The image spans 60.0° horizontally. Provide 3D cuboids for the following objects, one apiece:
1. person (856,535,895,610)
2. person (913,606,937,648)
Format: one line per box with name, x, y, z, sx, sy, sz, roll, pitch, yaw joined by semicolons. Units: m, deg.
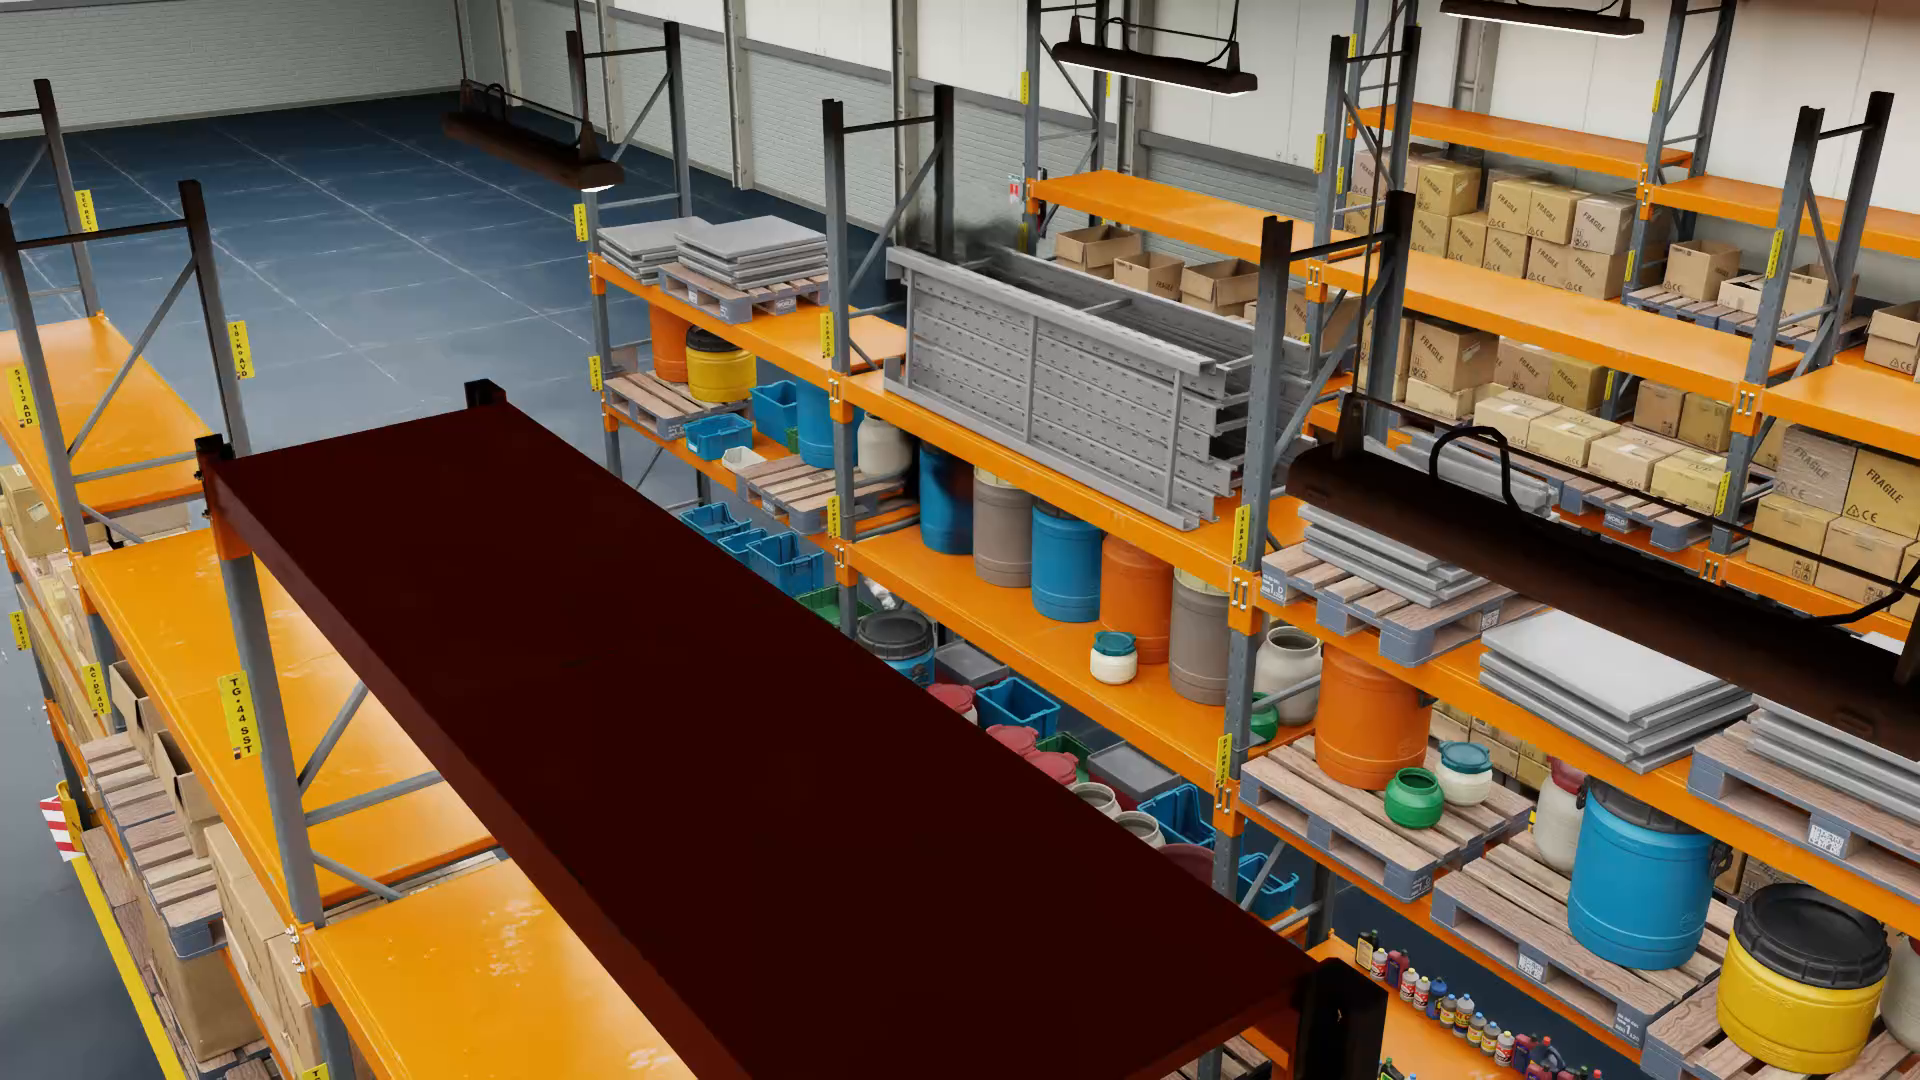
person;-1.043;0.070;16.747;0.693;1.745;1.021;-14;28;-28
person;-0.282;0.571;15.727;0.543;1.710;0.840;-20;31;-37
